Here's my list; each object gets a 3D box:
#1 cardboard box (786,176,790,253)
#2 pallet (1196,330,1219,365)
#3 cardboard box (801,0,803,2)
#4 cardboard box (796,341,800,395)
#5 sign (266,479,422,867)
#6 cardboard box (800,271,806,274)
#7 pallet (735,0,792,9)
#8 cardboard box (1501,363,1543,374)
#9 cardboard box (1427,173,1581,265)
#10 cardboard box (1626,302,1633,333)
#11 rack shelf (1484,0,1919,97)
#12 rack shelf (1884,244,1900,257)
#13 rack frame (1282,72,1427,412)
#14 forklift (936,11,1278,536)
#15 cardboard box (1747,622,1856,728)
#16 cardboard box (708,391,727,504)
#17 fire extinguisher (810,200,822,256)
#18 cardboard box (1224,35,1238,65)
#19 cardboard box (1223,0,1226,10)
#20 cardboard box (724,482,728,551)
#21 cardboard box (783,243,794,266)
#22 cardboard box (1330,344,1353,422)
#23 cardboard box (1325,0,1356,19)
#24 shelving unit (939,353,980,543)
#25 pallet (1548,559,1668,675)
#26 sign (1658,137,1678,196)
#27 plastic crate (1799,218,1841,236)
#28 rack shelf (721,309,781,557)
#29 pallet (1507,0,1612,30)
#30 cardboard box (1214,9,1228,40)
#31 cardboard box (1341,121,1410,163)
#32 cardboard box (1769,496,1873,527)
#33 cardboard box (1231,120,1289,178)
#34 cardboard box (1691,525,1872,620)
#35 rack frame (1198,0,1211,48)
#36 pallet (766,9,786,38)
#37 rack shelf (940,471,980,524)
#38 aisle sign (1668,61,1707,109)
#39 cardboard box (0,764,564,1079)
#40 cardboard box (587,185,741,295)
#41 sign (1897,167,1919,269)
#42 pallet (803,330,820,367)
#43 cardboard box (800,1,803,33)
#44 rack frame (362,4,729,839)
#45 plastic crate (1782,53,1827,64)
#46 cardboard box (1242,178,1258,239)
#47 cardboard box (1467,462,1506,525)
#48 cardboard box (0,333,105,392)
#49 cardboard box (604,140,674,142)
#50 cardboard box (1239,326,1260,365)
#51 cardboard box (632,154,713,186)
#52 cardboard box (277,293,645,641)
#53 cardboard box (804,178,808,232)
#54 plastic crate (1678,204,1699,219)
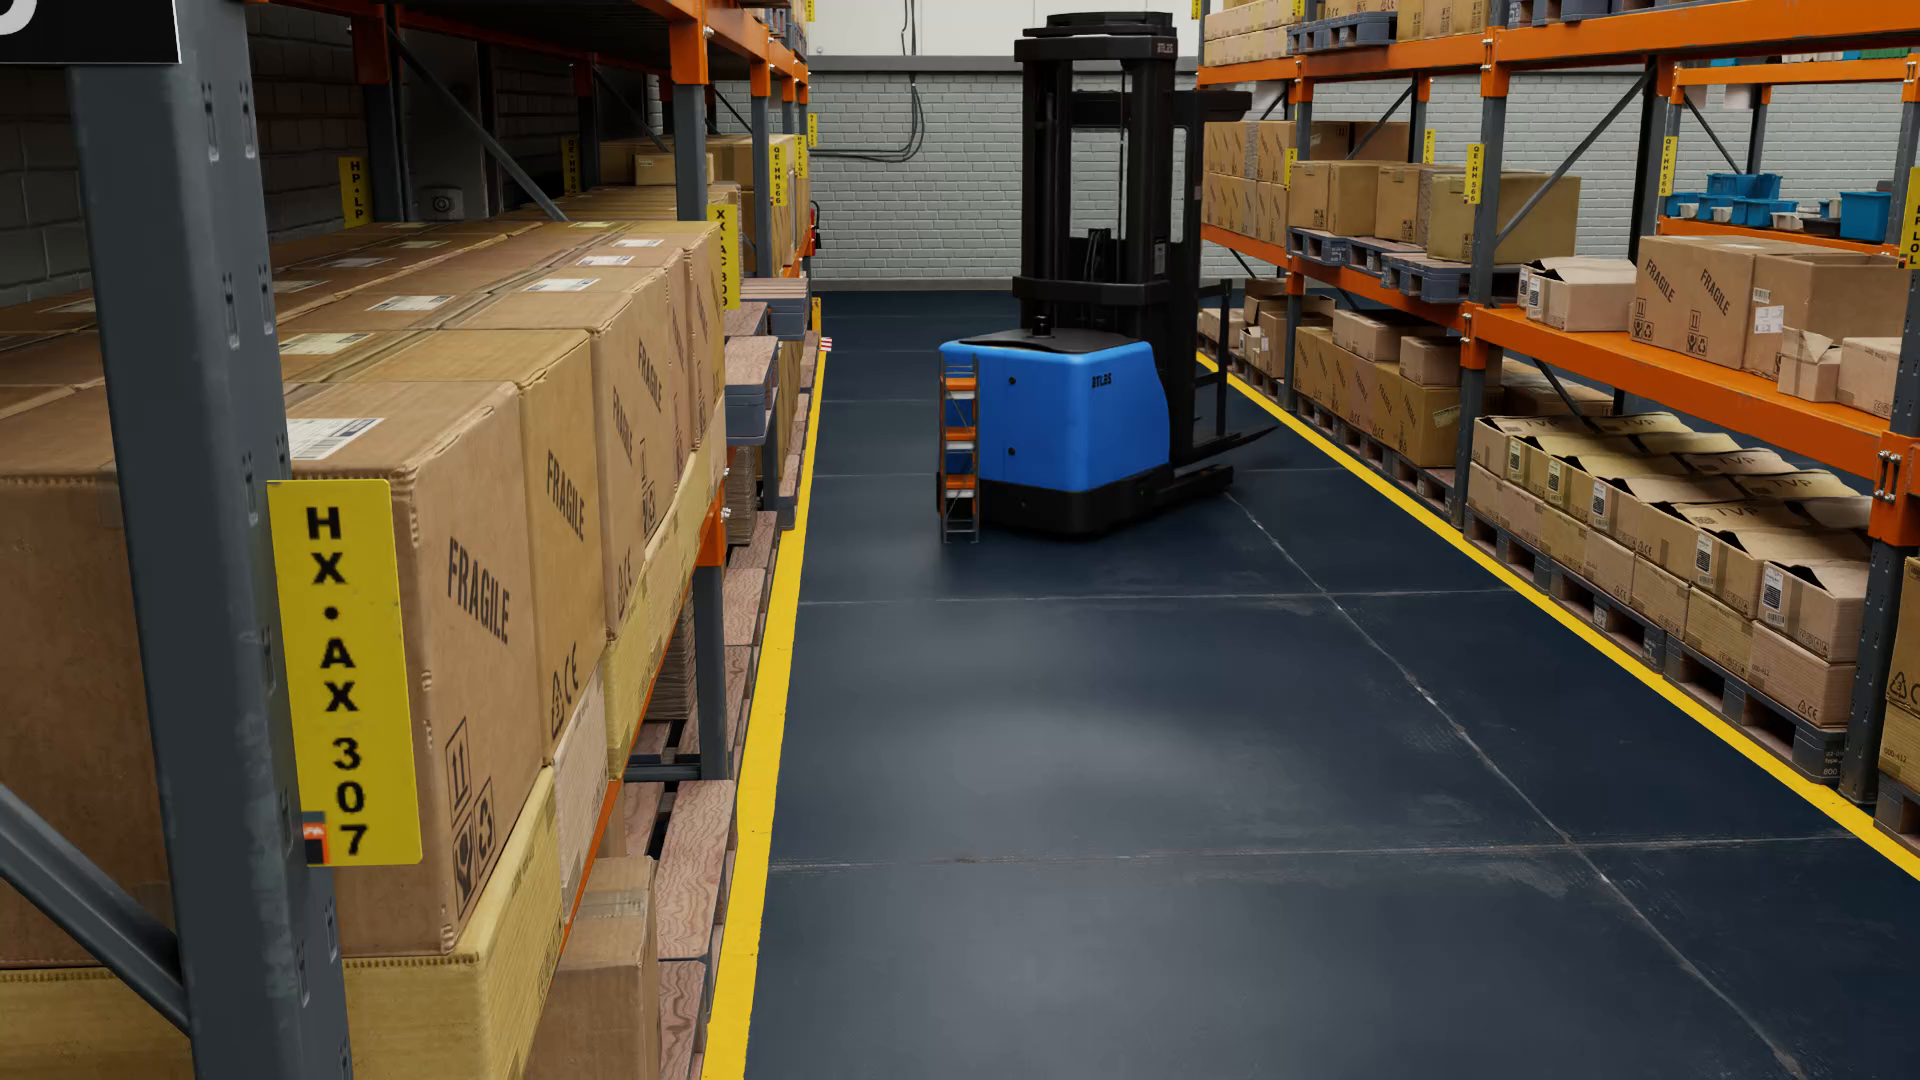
[{"bbox_3d":[-1.401,-2.161,11.068,0.500,0.500,0.500,0,14,-2],"label":"cardboard box"},{"bbox_3d":[2.969,-1.950,16.683,1.003,0.211,1.213,-1,14,-3],"label":"pallet"},{"bbox_3d":[-1.651,-5.003,14.686,0.500,0.500,0.500,-2,15,-6],"label":"cardboard box"},{"bbox_3d":[-1.612,-1.448,12.607,0.750,0.750,0.750,-1,14,-3],"label":"cardboard box"},{"bbox_3d":[-0.497,0.111,1.338,0.100,0.325,0.005,-1,14,-3],"label":"sign"},{"bbox_3d":[-1.696,-2.546,16.273,0.380,0.149,0.250,-1,14,-4],"label":"cardboard box"},{"bbox_3d":[-1.285,-2.231,6.534,1.213,0.211,1.003,-1,14,-3],"label":"pallet"},{"bbox_3d":[3.603,-0.903,11.151,0.500,0.500,0.500,-1,14,-4],"label":"cardboard box"},{"bbox_3d":[3.259,-1.935,9.984,0.700,0.500,0.500,-6,16,-22],"label":"cardboard box"},{"bbox_3d":[3.545,-1.090,8.248,0.380,0.149,0.250,0,14,1],"label":"cardboard box"},{"bbox_3d":[3.534,-2.135,7.229,1.077,0.370,4.000,-1,14,-3],"label":"rack shelf"},{"bbox_3d":[8.230,-1.753,11.763,1.077,0.370,4.000,-1,14,-3],"label":"rack shelf"},{"bbox_3d":[3.162,-2.523,13.313,1.000,3.000,0.127,-1,14,-3],"label":"rack frame"},{"bbox_3d":[1.116,-1.758,10.476,1.130,2.935,3.031,10,17,34],"label":"forklift"},{"bbox_3d":[3.343,0.496,6.254,0.500,0.250,0.500,-1,14,-4],"label":"cardboard box"},{"bbox_3d":[-0.954,-0.280,4.856,0.500,0.250,0.500,-1,14,-3],"label":"cardboard box"},{"bbox_3d":[-1.578,-3.267,17.108,0.296,0.674,0.183,-1,14,-3],"label":"fire extinguisher"},{"bbox_3d":[2.743,-4.517,15.345,0.500,0.250,0.500,-1,14,-3],"label":"cardboard box"},{"bbox_3d":[2.963,-5.376,16.173,0.700,0.500,0.500,-1,14,-3],"label":"cardboard box"},{"bbox_3d":[-1.521,-0.145,8.205,0.700,0.500,0.500,-1,14,-4],"label":"cardboard box"},{"bbox_3d":[-1.393,-2.062,11.983,0.380,0.149,0.250,-1,14,-3],"label":"cardboard box"},{"bbox_3d":[3.017,-1.145,12.089,0.500,0.500,0.500,-1,14,-3],"label":"cardboard box"},{"bbox_3d":[3.120,-4.150,12.370,0.600,0.600,0.600,-2,15,-9],"label":"cardboard box"},{"bbox_3d":[-0.003,-0.522,9.447,0.215,1.050,0.252,-1,14,-3],"label":"shelving unit"},{"bbox_3d":[3.495,0.330,7.819,1.003,0.211,1.213,-1,14,-3],"label":"pallet"},{"bbox_3d":[3.964,-2.098,9.339,0.100,0.325,0.005,-1,14,-3],"label":"sign"},{"bbox_3d":[7.769,-2.769,14.699,0.437,0.125,0.590,-1,14,-3],"label":"plastic crate"},{"bbox_3d":[-1.410,-0.605,7.302,1.077,0.370,4.000,-1,14,-3],"label":"rack shelf"},{"bbox_3d":[3.541,-2.722,8.446,1.213,0.211,1.003,0,14,-1],"label":"pallet"},{"bbox_3d":[2.710,-4.884,15.766,0.500,0.250,0.500,-1,14,-3],"label":"cardboard box"},{"bbox_3d":[3.414,-3.177,13.648,0.500,0.500,0.500,-1,14,-2],"label":"cardboard box"},{"bbox_3d":[3.822,-0.037,7.199,0.500,0.311,0.500,-1,14,-5],"label":"cardboard box"},{"bbox_3d":[2.777,-3.555,15.118,0.500,0.500,0.500,-1,14,-4],"label":"cardboard box"},{"bbox_3d":[3.308,0.098,6.677,0.500,0.311,0.500,0,14,-2],"label":"cardboard box"},{"bbox_3d":[2.914,-6.423,16.432,1.000,3.000,0.127,-1,14,-3],"label":"rack frame"},{"bbox_3d":[-1.627,-2.971,9.414,1.213,0.211,1.003,0,14,-1],"label":"pallet"},{"bbox_3d":[-0.003,-0.242,9.519,0.215,0.259,0.240,-1,14,-3],"label":"rack shelf"},{"bbox_3d":[7.558,-4.866,17.201,0.394,0.787,0.004,-1,14,-3],"label":"aisle sign"},{"bbox_3d":[-0.752,0.475,1.920,0.500,0.250,0.500,-1,14,-5],"label":"cardboard box"},{"bbox_3d":[-1.433,-1.457,8.086,0.700,0.500,0.500,-2,15,-9],"label":"cardboard box"},{"bbox_3d":[3.117,-1.045,5.404,0.100,0.325,0.005,-1,14,-3],"label":"sign"},{"bbox_3d":[-1.902,-1.892,16.458,1.003,0.211,1.213,-1,14,-3],"label":"pallet"},{"bbox_3d":[-1.649,-4.635,14.761,0.500,0.250,0.500,-1,14,-5],"label":"cardboard box"},{"bbox_3d":[-1.286,-0.456,5.279,1.000,3.000,0.127,-1,14,-3],"label":"rack frame"},{"bbox_3d":[7.688,-4.433,14.953,0.437,0.282,0.530,-1,14,-3],"label":"plastic crate"},{"bbox_3d":[2.808,-2.948,14.763,0.500,0.500,0.500,-1,14,-2],"label":"cardboard box"},{"bbox_3d":[3.149,-0.265,9.213,0.500,0.250,0.500,-1,14,-4],"label":"cardboard box"},{"bbox_3d":[-1.301,-0.001,2.266,0.500,0.500,0.500,-1,14,-3],"label":"cardboard box"},{"bbox_3d":[-1.849,-2.254,9.924,0.500,0.250,0.500,-1,14,-5],"label":"cardboard box"},{"bbox_3d":[2.797,-1.758,14.852,0.500,0.311,0.500,-1,14,-3],"label":"cardboard box"},{"bbox_3d":[-1.448,-1.861,8.356,0.380,0.149,0.250,-3,15,-13],"label":"cardboard box"},{"bbox_3d":[-0.814,-0.137,2.793,0.500,0.500,0.500,-1,14,-5],"label":"cardboard box"},{"bbox_3d":[-1.932,-3.278,15.646,0.980,0.700,0.700,-1,14,-4],"label":"cardboard box"},{"bbox_3d":[7.482,-3.347,16.925,0.250,0.136,0.298,-1,14,-3],"label":"plastic crate"}]
